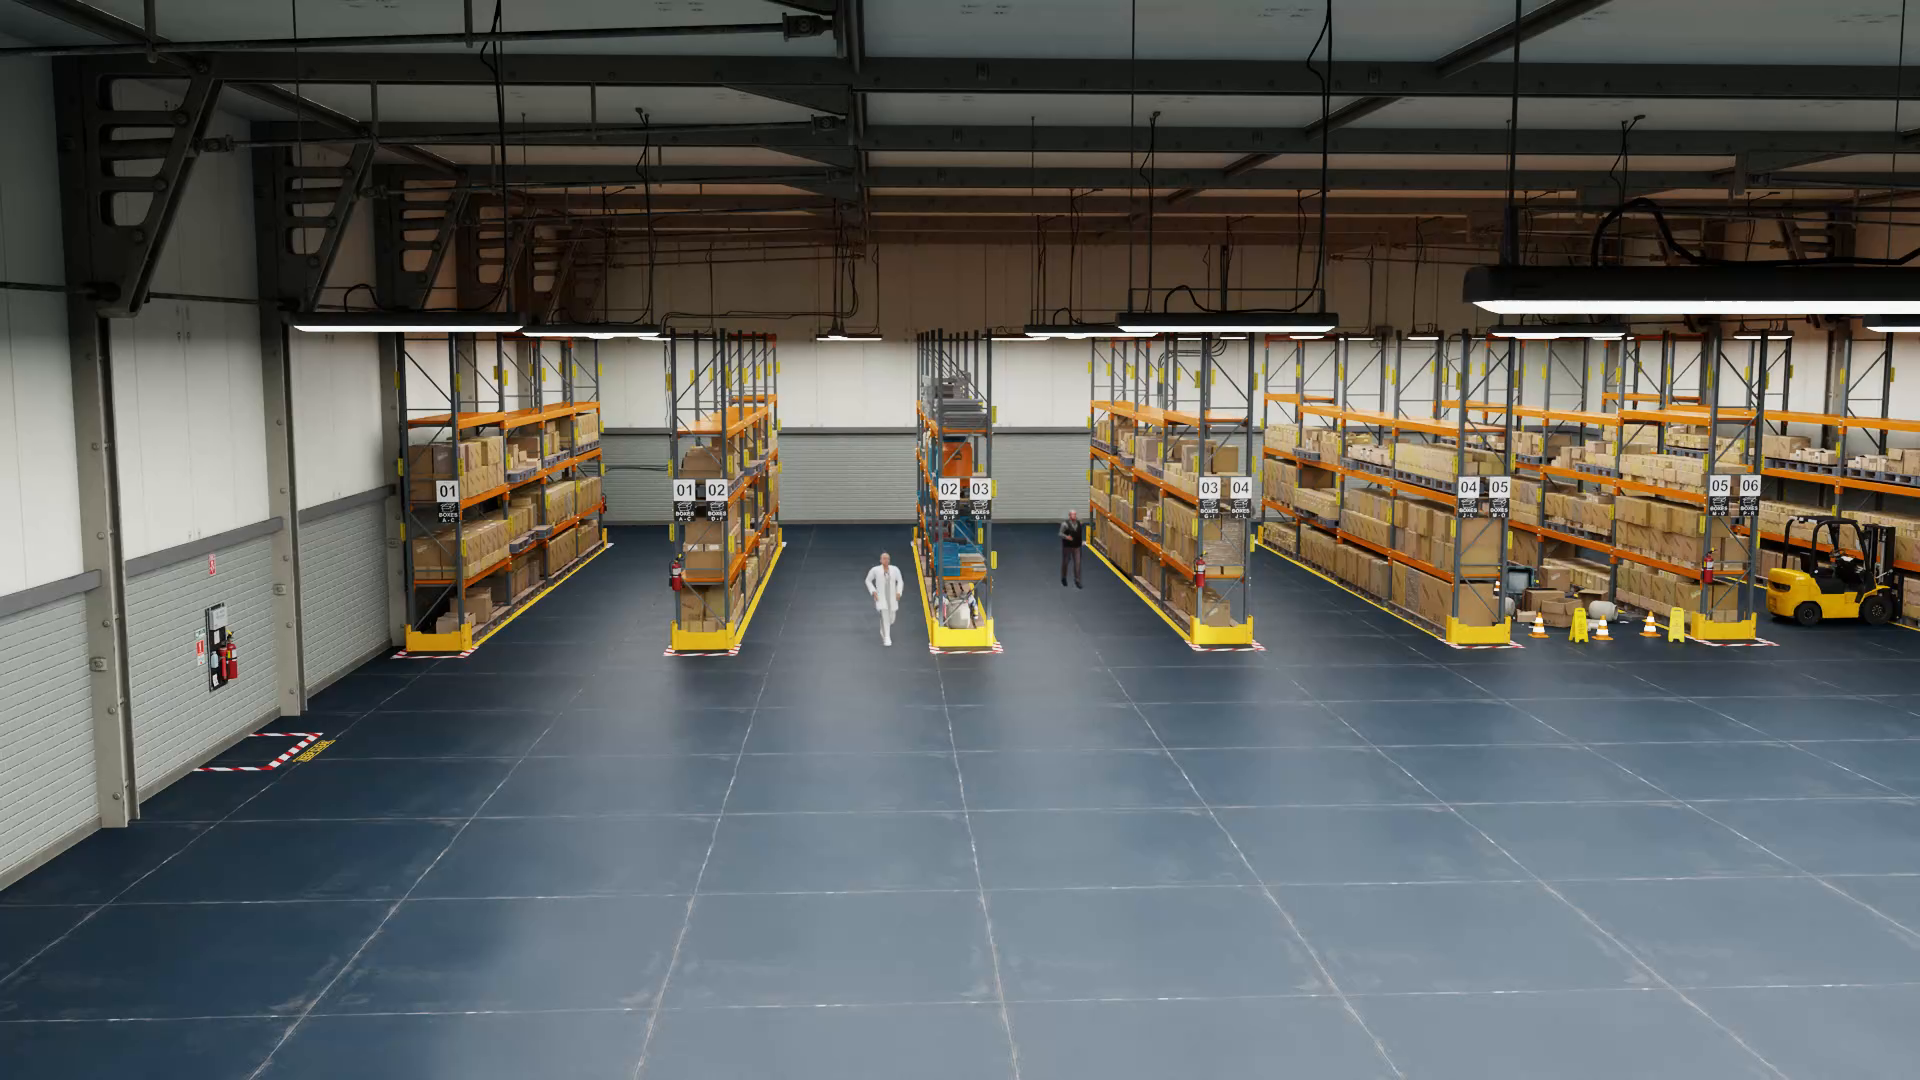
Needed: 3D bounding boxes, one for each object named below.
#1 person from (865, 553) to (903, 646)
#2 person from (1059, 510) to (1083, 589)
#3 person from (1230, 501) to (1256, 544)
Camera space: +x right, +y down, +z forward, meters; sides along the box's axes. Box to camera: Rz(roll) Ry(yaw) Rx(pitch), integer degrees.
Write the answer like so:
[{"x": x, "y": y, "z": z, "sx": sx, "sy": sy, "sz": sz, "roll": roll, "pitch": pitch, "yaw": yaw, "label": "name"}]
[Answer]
[{"x": -1.459, "y": 1.109, "z": 31.904, "sx": 0.729, "sy": 1.747, "sz": 0.773, "roll": -2, "pitch": 7, "yaw": -19, "label": "person"}, {"x": 2.496, "y": 0.190, "z": 37.215, "sx": 0.632, "sy": 1.759, "sz": 0.899, "roll": -2, "pitch": 7, "yaw": -13, "label": "person"}, {"x": 7.571, "y": -0.412, "z": 44.585, "sx": 0.706, "sy": 1.811, "sz": 0.868, "roll": 1, "pitch": 7, "yaw": 5, "label": "person"}]
